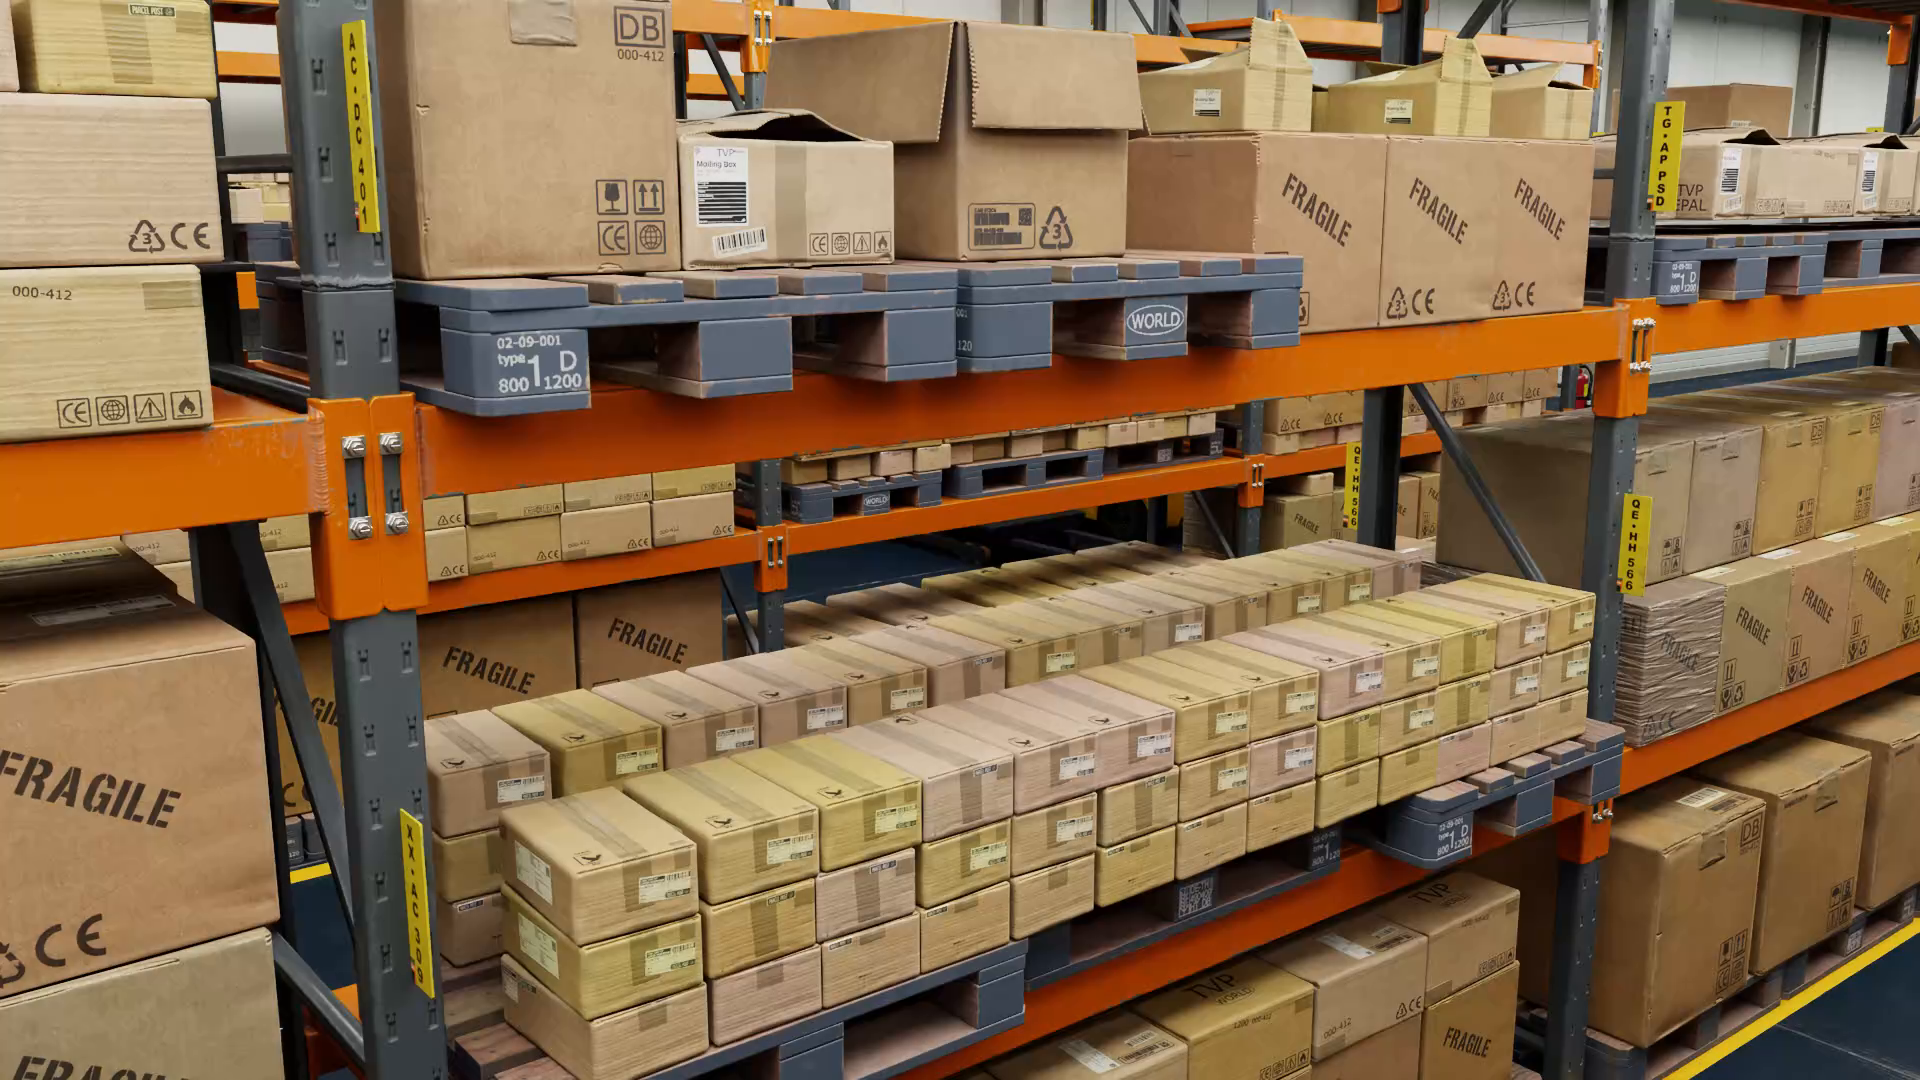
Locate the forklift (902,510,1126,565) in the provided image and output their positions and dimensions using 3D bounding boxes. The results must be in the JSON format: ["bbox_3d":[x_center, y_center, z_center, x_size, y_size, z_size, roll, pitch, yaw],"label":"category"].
[{"bbox_3d":[0.396,-1.333,14.473,1.130,2.935,3.031,-10,15,-38],"label":"forklift"}]

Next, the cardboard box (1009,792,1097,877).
[{"bbox_3d":[0.106,0.635,3.914,0.250,0.149,0.380,-9,15,-35],"label":"cardboard box"}]

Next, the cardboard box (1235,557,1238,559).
[{"bbox_3d":[2.402,0.256,12.434,0.500,0.250,0.500,-10,16,-40],"label":"cardboard box"}]

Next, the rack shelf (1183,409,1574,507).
[{"bbox_3d":[3.335,-0.759,13.334,4.000,0.370,1.077,-9,15,-38],"label":"rack shelf"}]

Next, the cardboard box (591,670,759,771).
[{"bbox_3d":[-0.699,0.451,4.066,0.250,0.149,0.380,-10,16,-39],"label":"cardboard box"}]

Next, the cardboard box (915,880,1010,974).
[{"bbox_3d":[-0.101,0.816,3.778,0.250,0.149,0.380,-9,15,-37],"label":"cardboard box"}]

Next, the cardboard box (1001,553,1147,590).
[{"bbox_3d":[0.806,0.391,11.502,0.625,0.372,0.950,-8,15,-34],"label":"cardboard box"}]

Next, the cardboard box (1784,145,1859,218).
[{"bbox_3d":[2.914,-1.314,6.104,0.500,0.250,0.500,-9,15,-36],"label":"cardboard box"}]

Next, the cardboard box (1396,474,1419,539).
[{"bbox_3d":[3.219,-0.250,13.008,0.500,0.500,0.500,-8,15,-35],"label":"cardboard box"}]

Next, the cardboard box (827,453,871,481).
[{"bbox_3d":[-0.739,-0.458,9.779,0.250,0.149,0.380,-11,16,-41],"label":"cardboard box"}]

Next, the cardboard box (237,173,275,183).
[{"bbox_3d":[-5.210,-2.693,12.174,0.250,0.149,0.380,-10,15,-39],"label":"cardboard box"}]

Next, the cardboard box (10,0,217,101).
[{"bbox_3d":[-1.376,-0.772,2.640,0.250,0.149,0.380,-10,16,-40],"label":"cardboard box"}]

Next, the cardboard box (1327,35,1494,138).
[{"bbox_3d":[1.276,-1.270,4.702,0.258,0.266,0.396,-9,15,-38],"label":"cardboard box"}]

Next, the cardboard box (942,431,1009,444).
[{"bbox_3d":[-0.042,-0.892,10.260,0.500,0.500,0.500,-9,15,-37],"label":"cardboard box"}]

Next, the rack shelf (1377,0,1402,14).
[{"bbox_3d":[0.259,-1.670,4.145,4.000,0.370,1.077,-9,15,-38],"label":"rack shelf"}]

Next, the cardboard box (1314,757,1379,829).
[{"bbox_3d":[0.921,0.646,4.581,0.250,0.149,0.380,-10,16,-40],"label":"cardboard box"}]

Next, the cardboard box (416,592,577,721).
[{"bbox_3d":[-2.641,0.693,8.870,0.875,0.875,0.875,-9,15,-37],"label":"cardboard box"}]

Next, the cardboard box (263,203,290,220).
[{"bbox_3d":[-5.095,-2.359,12.279,0.500,0.250,0.500,-9,15,-37],"label":"cardboard box"}]

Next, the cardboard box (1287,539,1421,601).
[{"bbox_3d":[1.335,0.113,5.658,0.250,0.149,0.380,-9,15,-38],"label":"cardboard box"}]

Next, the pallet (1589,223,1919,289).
[{"bbox_3d":[3.162,-1.155,6.702,1.213,0.211,1.003,-9,15,-35],"label":"pallet"}]

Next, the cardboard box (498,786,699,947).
[{"bbox_3d":[-0.708,0.626,3.240,0.250,0.149,0.380,-8,15,-35],"label":"cardboard box"}]

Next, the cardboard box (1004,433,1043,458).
[{"bbox_3d":[0.312,-0.629,10.583,0.250,0.149,0.380,-9,15,-36],"label":"cardboard box"}]

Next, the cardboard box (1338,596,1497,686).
[{"bbox_3d":[1.322,0.288,4.833,0.250,0.149,0.380,-9,15,-36],"label":"cardboard box"}]

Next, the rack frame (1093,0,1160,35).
[{"bbox_3d":[1.792,-5.109,17.648,0.127,3.000,1.000,-9,15,-38],"label":"rack frame"}]

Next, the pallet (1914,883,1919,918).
[{"bbox_3d":[4.389,1.415,8.079,1.213,0.211,1.003,-9,15,-38],"label":"pallet"}]

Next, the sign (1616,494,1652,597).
[{"bbox_3d":[2.167,0.017,5.353,0.005,0.325,0.100,-9,15,-38],"label":"sign"}]

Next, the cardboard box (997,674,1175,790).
[{"bbox_3d":[0.301,0.459,4.031,0.250,0.149,0.380,-9,15,-36],"label":"cardboard box"}]

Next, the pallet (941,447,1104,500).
[{"bbox_3d":[0.170,-0.502,10.854,1.213,0.211,1.003,-9,15,-38],"label":"pallet"}]

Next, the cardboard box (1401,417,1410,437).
[{"bbox_3d":[3.224,-0.882,12.786,0.250,0.149,0.380,-9,15,-37],"label":"cardboard box"}]

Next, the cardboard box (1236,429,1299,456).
[{"bbox_3d":[2.219,-0.717,12.011,0.250,0.149,0.380,-10,15,-38],"label":"cardboard box"}]

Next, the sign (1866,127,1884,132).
[{"bbox_3d":[4.596,-1.910,8.368,0.005,0.325,0.100,-9,15,-38],"label":"sign"}]

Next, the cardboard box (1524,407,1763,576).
[{"bbox_3d":[2.571,-0.203,6.337,0.500,0.500,0.700,-10,15,-38],"label":"cardboard box"}]

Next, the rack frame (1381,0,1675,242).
[{"bbox_3d":[1.821,-2.477,5.251,0.127,3.000,1.000,-9,15,-38],"label":"rack frame"}]

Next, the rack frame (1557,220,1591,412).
[{"bbox_3d":[4.896,-1.370,14.482,0.127,3.000,1.000,-9,15,-38],"label":"rack frame"}]

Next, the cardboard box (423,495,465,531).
[{"bbox_3d":[-2.760,-0.195,8.105,0.500,0.250,0.500,-10,16,-39],"label":"cardboard box"}]

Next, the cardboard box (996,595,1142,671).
[{"bbox_3d":[0.313,0.283,4.856,0.250,0.149,0.380,-9,15,-36],"label":"cardboard box"}]

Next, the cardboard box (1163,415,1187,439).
[{"bbox_3d":[1.326,-0.791,11.347,0.250,0.149,0.380,-10,16,-39],"label":"cardboard box"}]

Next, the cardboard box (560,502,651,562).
[{"bbox_3d":[-1.972,-0.082,8.777,0.500,0.250,0.500,-9,15,-37],"label":"cardboard box"}]

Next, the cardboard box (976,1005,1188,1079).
[{"bbox_3d":[0.255,1.439,4.453,0.500,0.250,0.500,-9,15,-36],"label":"cardboard box"}]

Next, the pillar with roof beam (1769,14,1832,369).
[{"bbox_3d":[17.431,-6.803,25.622,0.548,9.000,9.100,-9,15,-38],"label":"pillar with roof beam"}]

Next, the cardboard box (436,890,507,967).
[{"bbox_3d":[-1.116,0.810,3.806,0.250,0.149,0.380,-10,15,-39],"label":"cardboard box"}]

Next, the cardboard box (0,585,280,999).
[{"bbox_3d":[-1.501,0.398,2.791,0.500,0.500,0.500,-10,16,-40],"label":"cardboard box"}]

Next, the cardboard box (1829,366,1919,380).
[{"bbox_3d":[4.560,-0.534,7.896,0.500,0.500,0.700,-10,15,-39],"label":"cardboard box"}]

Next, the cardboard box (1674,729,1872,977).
[{"bbox_3d":[3.033,1.174,6.904,0.750,0.750,1.050,-9,15,-37],"label":"cardboard box"}]

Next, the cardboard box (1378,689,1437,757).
[{"bbox_3d":[1.112,0.469,4.696,0.250,0.149,0.380,-9,15,-38],"label":"cardboard box"}]

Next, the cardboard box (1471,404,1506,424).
[{"bbox_3d":[4.214,-1.045,13.556,0.250,0.149,0.380,-9,15,-37],"label":"cardboard box"}]

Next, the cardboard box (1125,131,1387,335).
[{"bbox_3d":[0.758,-0.812,4.391,0.500,0.500,0.500,-9,15,-38],"label":"cardboard box"}]

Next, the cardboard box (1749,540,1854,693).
[{"bbox_3d":[3.129,0.262,6.552,0.500,0.500,0.500,-9,15,-38],"label":"cardboard box"}]

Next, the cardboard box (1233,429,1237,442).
[{"bbox_3d":[2.024,-0.853,12.651,0.250,0.149,0.380,-9,15,-36],"label":"cardboard box"}]

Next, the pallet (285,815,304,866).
[{"bbox_3d":[-3.919,1.438,7.968,1.213,0.211,1.003,-9,15,-38],"label":"pallet"}]

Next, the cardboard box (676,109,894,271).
[{"bbox_3d":[-0.484,-0.733,3.461,0.500,0.311,0.500,-10,15,-38],"label":"cardboard box"}]

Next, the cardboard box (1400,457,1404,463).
[{"bbox_3d":[3.670,-0.466,14.026,0.500,0.500,0.500,-10,16,-40],"label":"cardboard box"}]

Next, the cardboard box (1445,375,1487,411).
[{"bbox_3d":[3.858,-1.321,13.293,0.500,0.500,0.500,-10,15,-38],"label":"cardboard box"}]

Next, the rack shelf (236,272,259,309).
[{"bbox_3d":[-2.912,-1.188,8.134,4.000,0.370,1.077,-9,15,-38],"label":"rack shelf"}]
